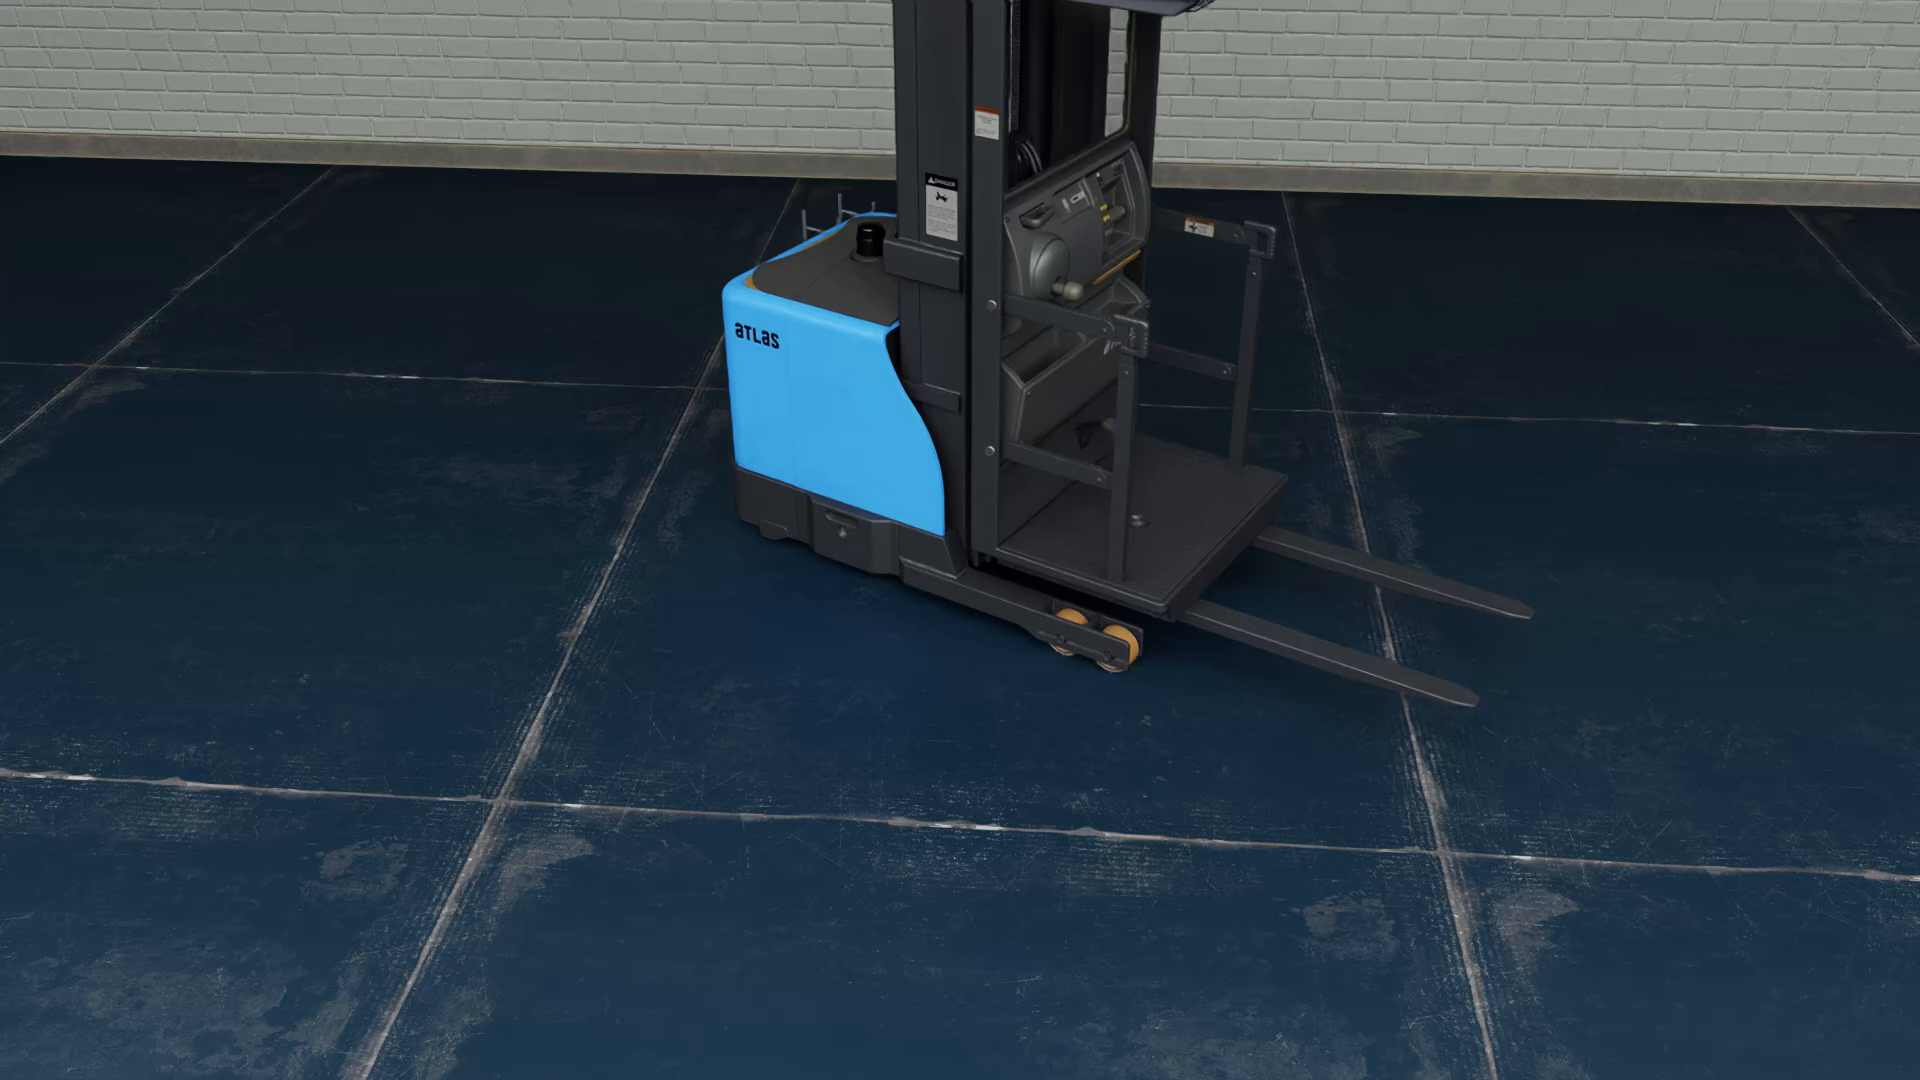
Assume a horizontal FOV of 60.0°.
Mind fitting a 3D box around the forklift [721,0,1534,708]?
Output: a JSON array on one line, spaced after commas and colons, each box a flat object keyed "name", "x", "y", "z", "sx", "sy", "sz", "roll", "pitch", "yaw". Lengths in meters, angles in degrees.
[{"name": "forklift", "x": 0.594, "y": -1.091, "z": 5.727, "sx": 3.031, "sy": 2.935, "sz": 1.130, "roll": 19, "pitch": 36, "yaw": 28}]

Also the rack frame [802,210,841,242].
[{"name": "rack frame", "x": -0.581, "y": -0.914, "z": 7.233, "sx": 0.200, "sy": 1.050, "sz": 0.008, "roll": 20, "pitch": 37, "yaw": 29}]

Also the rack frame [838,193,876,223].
[{"name": "rack frame", "x": -0.443, "y": -1.020, "z": 7.404, "sx": 0.200, "sy": 1.050, "sz": 0.008, "roll": 20, "pitch": 37, "yaw": 29}]

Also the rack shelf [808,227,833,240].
[{"name": "rack shelf", "x": -0.512, "y": -1.200, "z": 7.175, "sx": 0.215, "sy": 0.259, "sz": 0.240, "roll": 20, "pitch": 37, "yaw": 29}]

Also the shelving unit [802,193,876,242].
[{"name": "shelving unit", "x": -0.512, "y": -0.967, "z": 7.319, "sx": 0.215, "sy": 1.050, "sz": 0.252, "roll": 20, "pitch": 37, "yaw": 29}]
